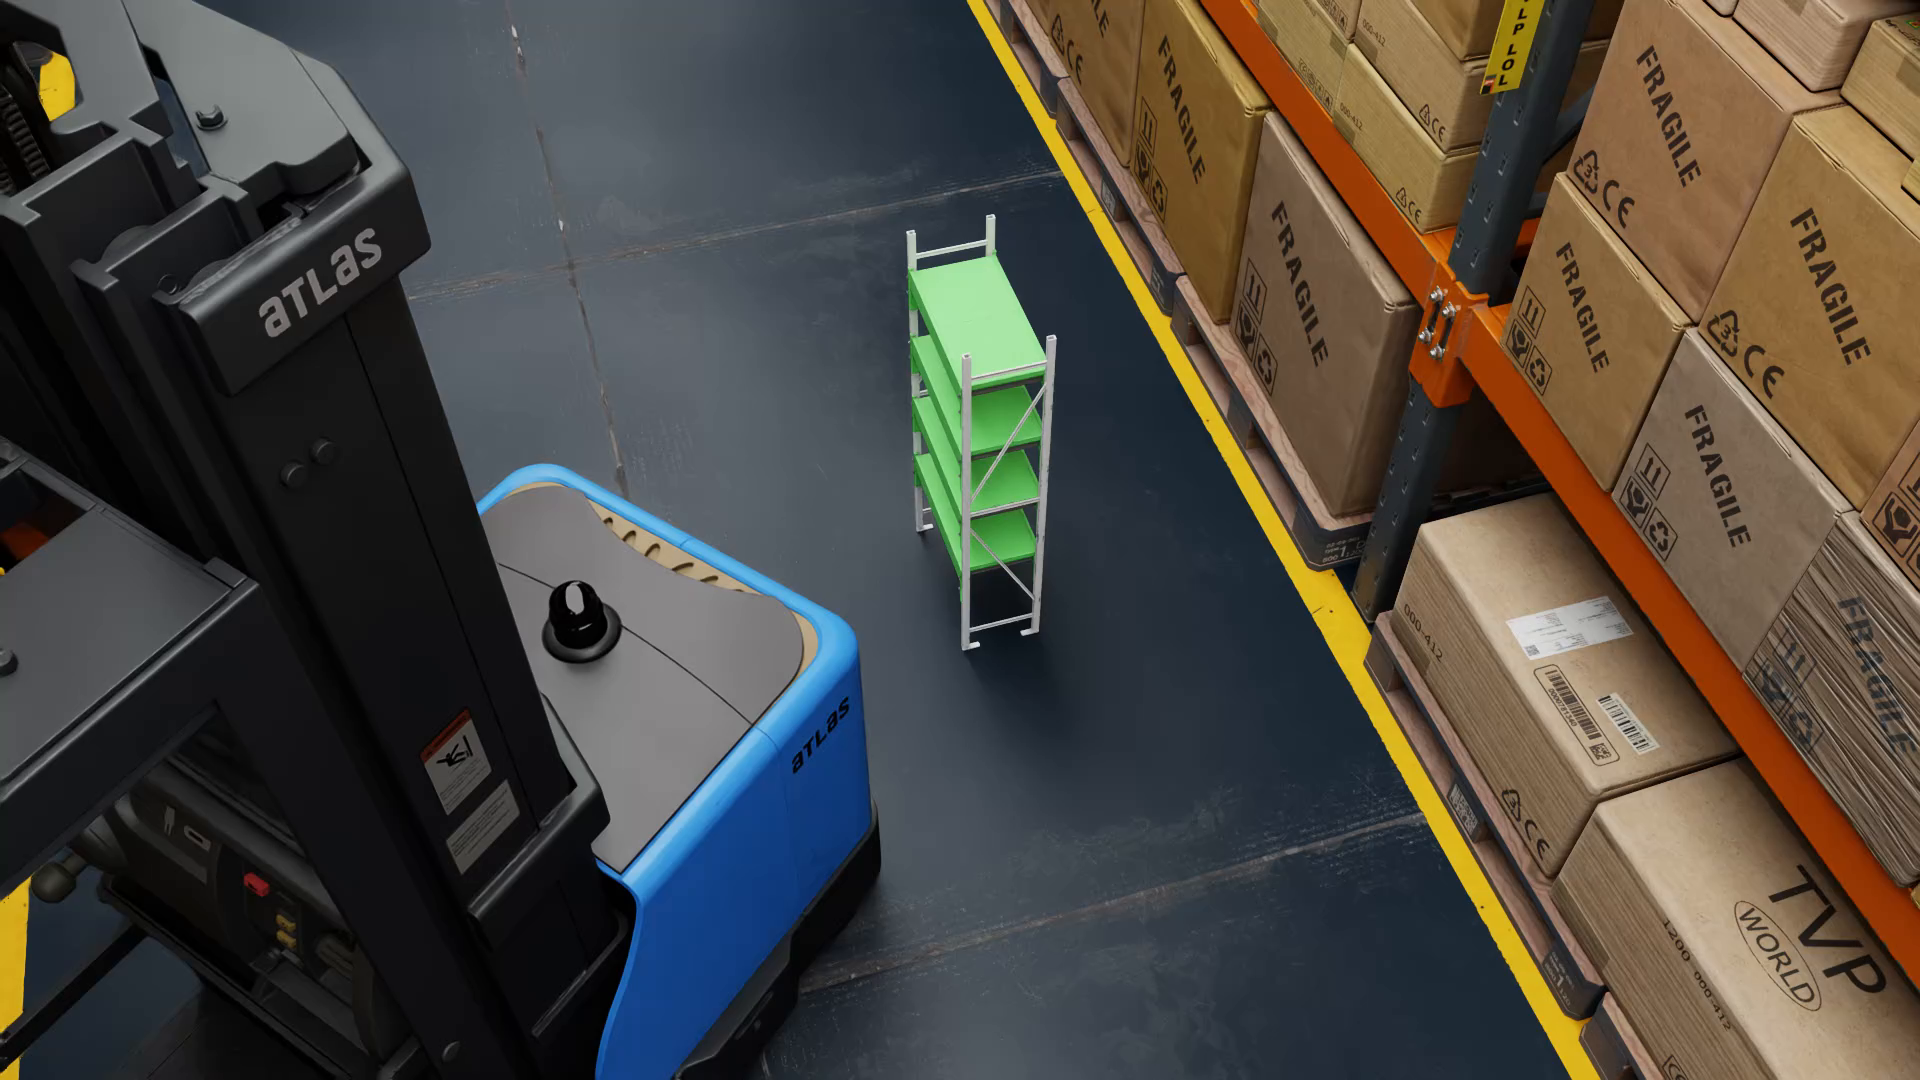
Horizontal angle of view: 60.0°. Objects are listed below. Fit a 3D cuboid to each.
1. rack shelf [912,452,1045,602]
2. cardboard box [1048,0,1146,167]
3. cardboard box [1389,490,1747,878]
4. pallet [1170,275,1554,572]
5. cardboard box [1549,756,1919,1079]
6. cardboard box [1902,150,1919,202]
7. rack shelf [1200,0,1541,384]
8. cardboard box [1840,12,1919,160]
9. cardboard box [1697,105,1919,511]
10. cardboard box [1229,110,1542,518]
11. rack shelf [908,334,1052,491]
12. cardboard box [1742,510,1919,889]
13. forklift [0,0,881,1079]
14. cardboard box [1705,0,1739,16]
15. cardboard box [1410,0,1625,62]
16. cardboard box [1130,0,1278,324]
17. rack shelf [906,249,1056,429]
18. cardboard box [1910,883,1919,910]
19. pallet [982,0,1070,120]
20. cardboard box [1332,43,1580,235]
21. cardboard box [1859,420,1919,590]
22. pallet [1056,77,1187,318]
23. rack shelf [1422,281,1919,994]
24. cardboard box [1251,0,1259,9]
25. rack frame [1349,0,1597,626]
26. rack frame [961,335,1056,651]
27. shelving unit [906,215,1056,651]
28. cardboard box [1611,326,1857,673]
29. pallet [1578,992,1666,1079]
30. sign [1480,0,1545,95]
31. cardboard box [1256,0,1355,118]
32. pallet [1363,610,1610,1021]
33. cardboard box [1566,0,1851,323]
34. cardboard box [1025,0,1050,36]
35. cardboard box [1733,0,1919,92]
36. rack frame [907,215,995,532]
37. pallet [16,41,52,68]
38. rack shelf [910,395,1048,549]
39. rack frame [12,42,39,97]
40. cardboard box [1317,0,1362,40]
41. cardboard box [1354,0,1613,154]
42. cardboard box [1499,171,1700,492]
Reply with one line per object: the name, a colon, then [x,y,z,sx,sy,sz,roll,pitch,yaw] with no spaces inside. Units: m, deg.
rack shelf: [0.049,-0.070,4.922,0.258,0.148,0.480,-13,51,-11]
cardboard box: [0.894,-2.061,6.141,0.875,0.875,0.875,-13,51,-11]
cardboard box: [1.775,0.309,4.429,0.875,0.438,0.875,-14,51,-12]
pallet: [1.392,-0.512,5.544,1.003,0.211,1.213,-13,51,-11]
cardboard box: [2.040,0.962,3.878,0.875,0.438,0.875,-15,51,-12]
cardboard box: [1.759,-0.583,2.636,0.380,0.149,0.250,-14,51,-11]
rack shelf: [1.101,-2.094,5.524,1.077,0.370,4.000,-13,51,-11]
cardboard box: [1.744,-0.778,2.801,0.380,0.149,0.250,-14,51,-11]
cardboard box: [1.745,-0.446,2.945,0.500,0.500,0.500,-14,51,-11]
cardboard box: [1.432,-0.750,5.035,0.875,0.875,0.875,-12,51,-10]
rack shelf: [0.049,-0.379,4.555,0.258,0.148,0.480,-13,51,-11]
cardboard box: [1.866,0.238,3.022,0.500,0.500,0.500,-13,51,-11]
forklift: [-1.443,0.680,2.760,1.130,2.935,3.031,27,55,21]
cardboard box: [1.537,-1.139,3.105,0.380,0.149,0.250,-14,51,-12]
cardboard box: [1.320,-1.489,3.824,0.500,0.500,0.500,-12,51,-10]
cardboard box: [1.158,-1.408,5.590,0.875,0.875,0.875,-12,51,-10]
rack shelf: [0.049,-0.534,4.371,0.258,0.148,0.480,-13,51,-11]
cardboard box: [2.019,0.614,2.705,0.500,0.500,0.500,-12,51,-10]
pallet: [0.670,-2.294,7.046,1.003,0.211,1.213,-13,51,-11]
cardboard box: [1.319,-1.087,4.303,0.500,0.250,0.500,-14,51,-12]
cardboard box: [1.886,-0.070,2.627,0.500,0.500,0.500,-12,51,-10]
pallet: [1.027,-1.405,6.296,1.003,0.211,1.213,-13,51,-11]
rack shelf: [2.283,0.828,3.061,1.077,0.370,4.000,-13,51,-11]
cardboard box: [1.038,-1.832,4.931,0.500,0.250,0.500,-15,51,-12]
rack frame: [1.692,-0.865,4.017,1.000,3.000,0.127,-13,51,-11]
rack frame: [0.121,-0.088,4.539,0.240,1.200,0.015,-13,51,-11]
shelving unit: [0.049,-0.266,4.689,0.258,1.200,0.503,-13,51,-11]
cardboard box: [1.726,-0.127,3.329,0.500,0.500,0.500,-13,51,-11]
pallet: [2.207,1.500,3.848,1.003,0.211,1.213,-13,51,-11]
sign: [1.177,-1.083,3.495,0.100,0.325,0.005,-13,51,-11]
cardboard box: [1.169,-1.459,4.616,0.500,0.250,0.500,-14,51,-11]
pallet: [1.842,0.607,4.600,1.003,0.211,1.213,-13,51,-11]
cardboard box: [1.601,-0.817,3.257,0.500,0.500,0.500,-13,51,-11]
cardboard box: [0.634,-2.713,6.691,0.875,0.875,0.875,-14,51,-11]
cardboard box: [1.629,-0.955,2.950,0.380,0.149,0.250,-13,51,-10]
rack frame: [-0.023,-0.444,4.840,0.240,1.200,0.015,-13,51,-11]
pallet: [-4.438,-2.372,7.112,1.003,0.211,1.213,-13,51,-11]
rack shelf: [0.049,-0.225,4.738,0.258,0.148,0.480,-13,51,-11]
rack frame: [-4.231,-2.661,5.531,1.000,3.000,0.127,-13,51,-11]
cardboard box: [1.174,-1.608,4.415,0.500,0.250,0.500,-12,51,-10]
cardboard box: [1.329,-1.244,4.108,0.500,0.250,0.500,-13,51,-11]
cardboard box: [1.581,-0.495,3.640,0.500,0.500,0.500,-12,51,-10]
